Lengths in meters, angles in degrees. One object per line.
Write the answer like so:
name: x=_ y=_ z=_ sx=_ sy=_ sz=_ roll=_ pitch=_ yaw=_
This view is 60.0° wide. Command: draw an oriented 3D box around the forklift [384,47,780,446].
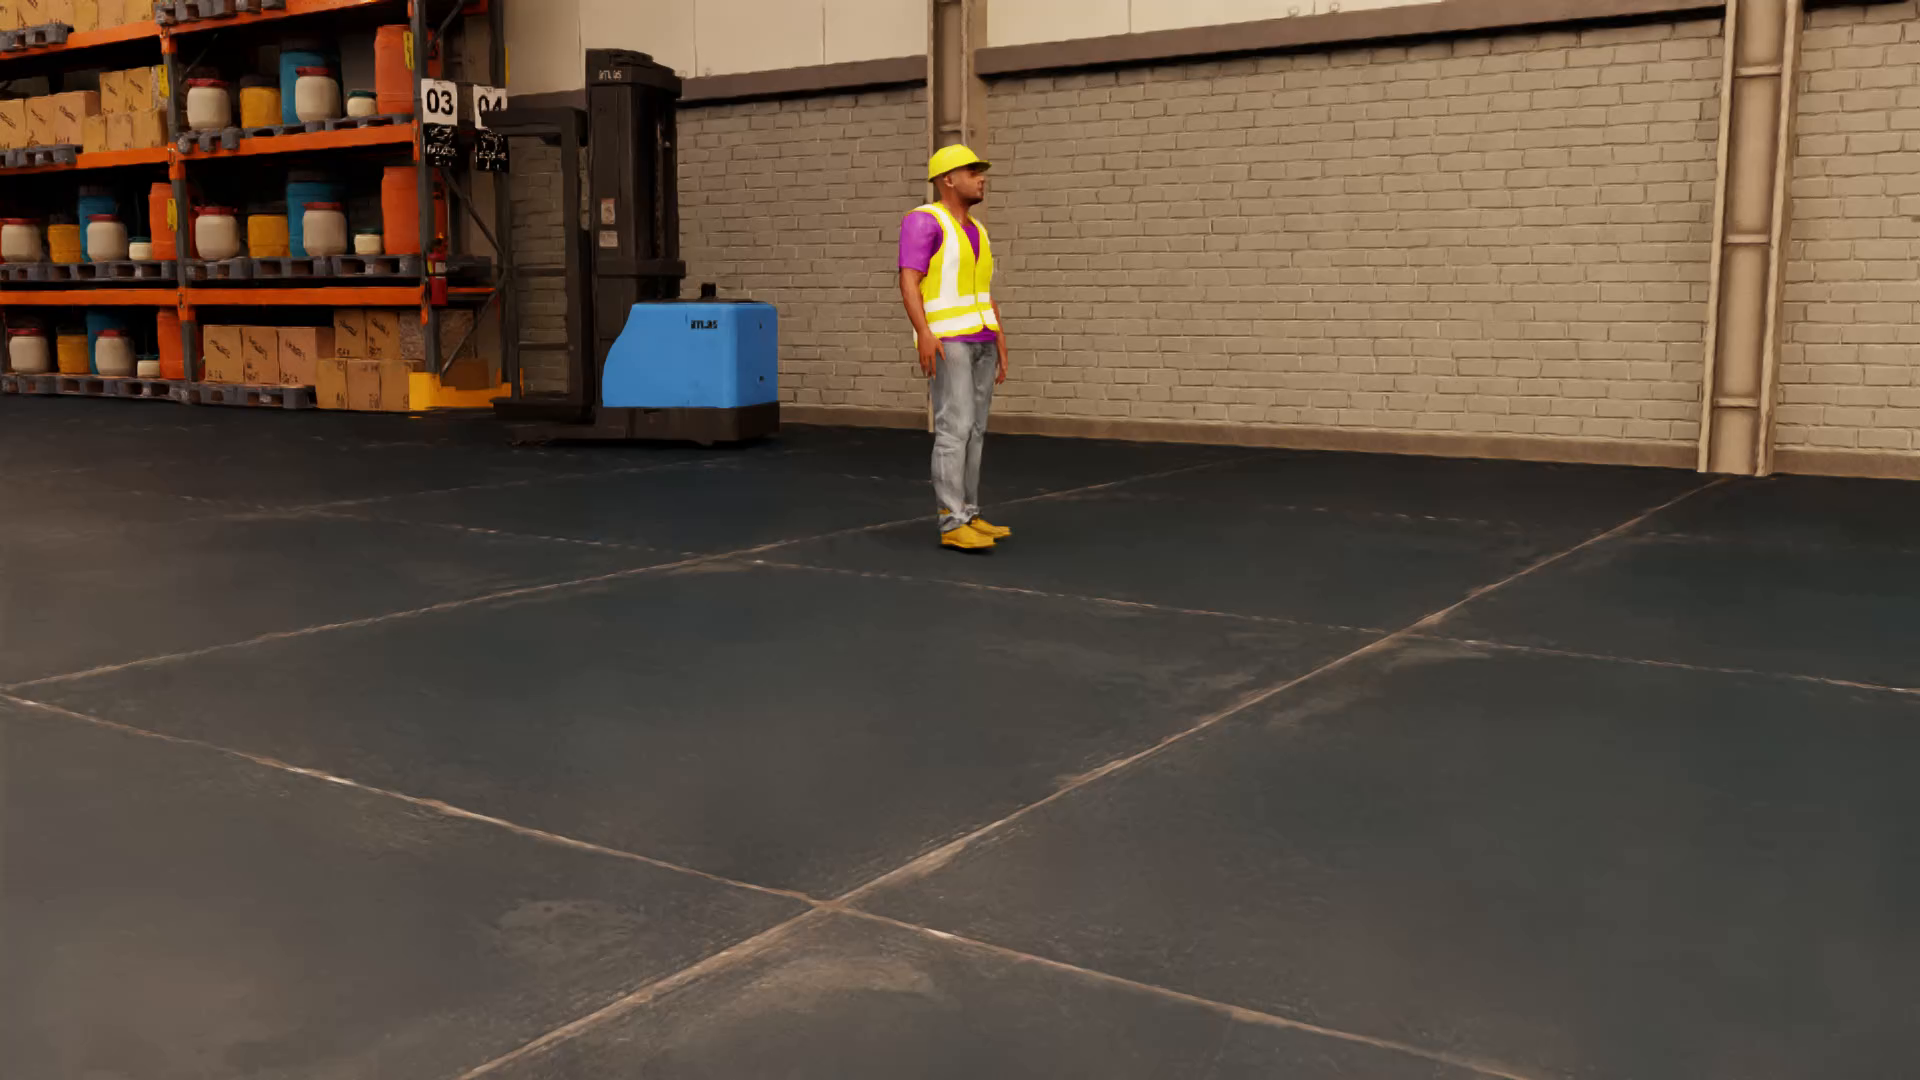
forklift: x=-2.996 y=-2.233 z=12.899 sx=3.031 sy=2.935 sz=1.130 roll=2 pitch=8 yaw=14

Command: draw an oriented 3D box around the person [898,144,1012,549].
person: x=0.055 y=-0.875 z=7.435 sx=0.576 sy=1.766 sz=0.665 roll=5 pitch=10 yaw=34
